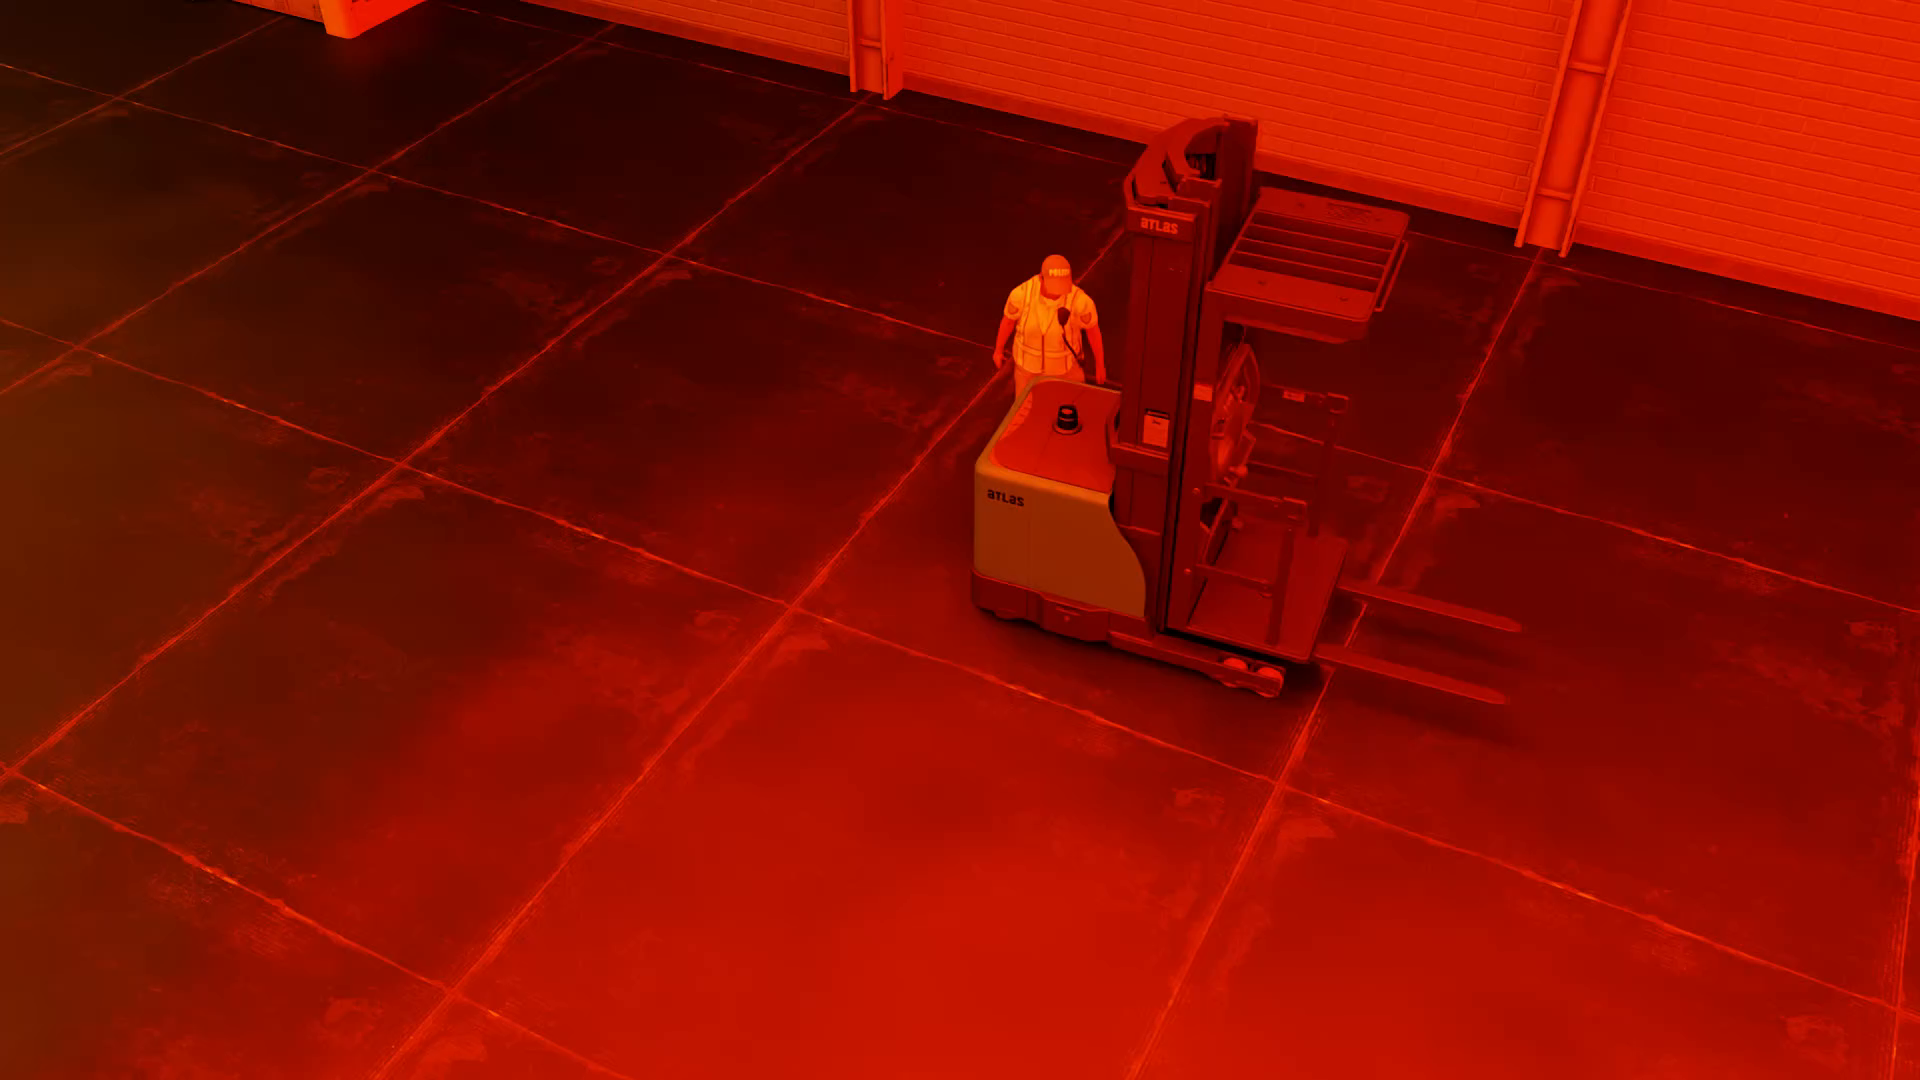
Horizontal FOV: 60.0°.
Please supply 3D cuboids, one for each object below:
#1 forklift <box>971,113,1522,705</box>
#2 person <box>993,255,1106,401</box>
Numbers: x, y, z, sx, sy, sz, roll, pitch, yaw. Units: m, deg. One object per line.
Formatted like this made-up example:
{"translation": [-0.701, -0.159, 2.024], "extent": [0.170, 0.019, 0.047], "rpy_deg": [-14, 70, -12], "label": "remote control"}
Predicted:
{"translation": [1.633, -0.641, 8.748], "extent": [3.031, 2.935, 1.130], "rpy_deg": [15, 42, 17], "label": "forklift"}
{"translation": [0.585, -1.060, 10.266], "extent": [0.811, 1.633, 0.470], "rpy_deg": [7, 41, 9], "label": "person"}
